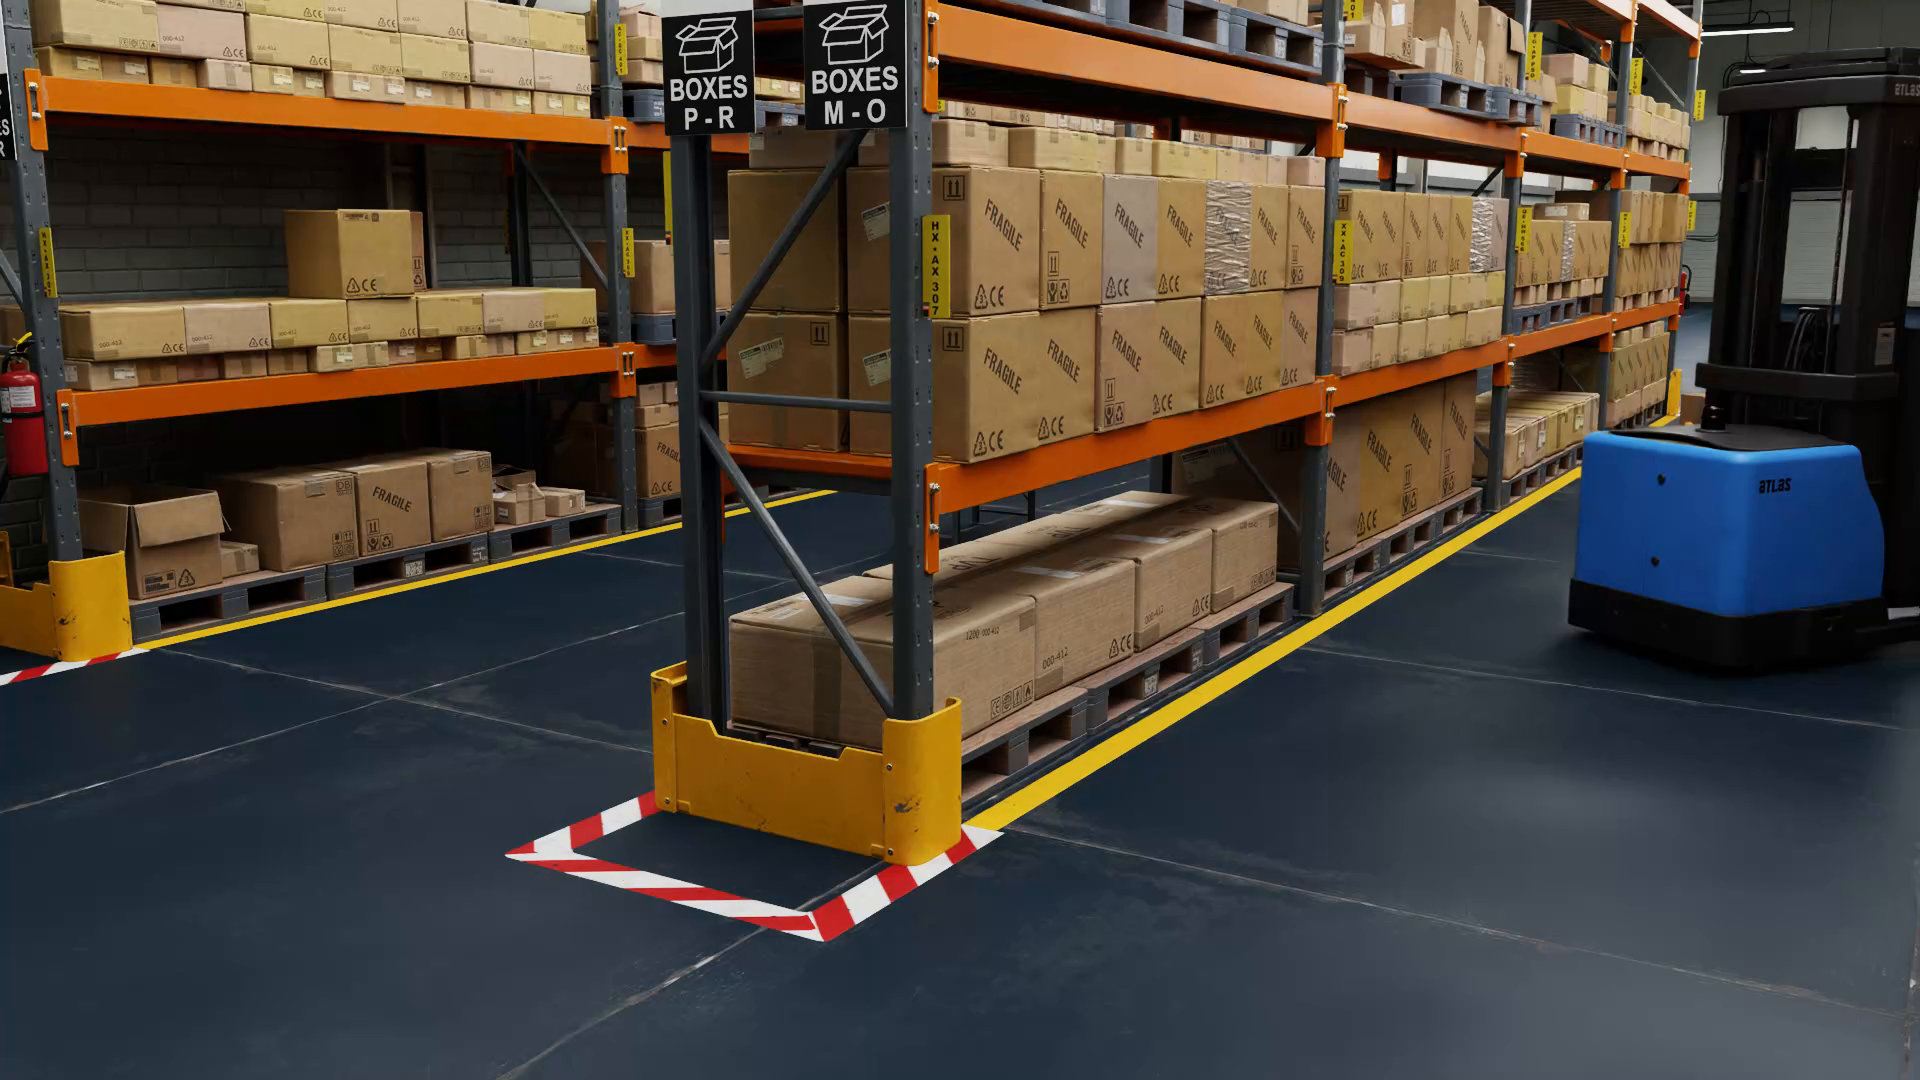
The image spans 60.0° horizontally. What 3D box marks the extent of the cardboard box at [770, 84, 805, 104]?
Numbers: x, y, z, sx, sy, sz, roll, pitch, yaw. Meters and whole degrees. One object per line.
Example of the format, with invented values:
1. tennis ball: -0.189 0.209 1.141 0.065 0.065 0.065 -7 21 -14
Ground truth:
1. cardboard box: -1.307 -3.517 13.175 0.380 0.149 0.250 7 13 32

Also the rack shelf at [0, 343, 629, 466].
1. rack shelf: -3.753 -0.902 9.988 1.077 0.370 4.000 6 12 31

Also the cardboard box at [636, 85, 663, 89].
1. cardboard box: -2.056 -3.223 11.549 0.380 0.149 0.250 7 12 31

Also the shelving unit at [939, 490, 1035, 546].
1. shelving unit: 0.044 -0.751 11.302 0.538 1.500 1.048 6 12 31

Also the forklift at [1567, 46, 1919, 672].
1. forklift: 4.723 -0.977 8.620 3.031 2.935 1.130 -5 12 -25

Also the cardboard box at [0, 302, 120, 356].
1. cardboard box: -4.780 -1.111 8.750 0.500 0.250 0.500 7 13 32

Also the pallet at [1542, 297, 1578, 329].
1. pallet: 4.599 -1.946 14.134 1.003 0.211 1.213 6 12 31

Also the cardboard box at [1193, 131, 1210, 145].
1. cardboard box: 2.540 -4.905 19.572 0.797 0.503 0.637 7 13 33

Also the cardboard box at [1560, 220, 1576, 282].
1. cardboard box: 4.838 -2.420 13.924 0.500 0.500 0.500 6 12 29

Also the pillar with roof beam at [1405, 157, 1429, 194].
1. pillar with roof beam: 12.293 -7.858 28.890 9.100 9.000 0.548 6 12 31

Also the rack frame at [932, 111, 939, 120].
1. rack frame: -0.638 -5.148 14.410 1.000 3.000 0.127 6 12 31

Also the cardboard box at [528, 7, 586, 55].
1. cardboard box: -2.771 -3.260 10.720 0.500 0.250 0.500 6 12 31

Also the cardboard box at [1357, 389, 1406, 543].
1. cardboard box: 2.245 -0.506 10.554 0.875 0.875 0.875 7 13 32

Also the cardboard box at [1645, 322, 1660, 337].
1. cardboard box: 7.300 -2.271 17.880 0.380 0.149 0.250 7 12 32

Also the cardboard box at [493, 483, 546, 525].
1. cardboard box: -2.938 -0.260 10.897 0.396 0.266 0.258 7 13 33

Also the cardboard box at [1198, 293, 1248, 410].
1. cardboard box: 0.996 -0.886 7.678 0.500 0.500 0.500 6 12 30

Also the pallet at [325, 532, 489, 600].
1. pallet: -3.705 0.102 10.253 1.003 0.211 1.213 6 12 31

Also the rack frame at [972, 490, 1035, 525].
1. rack frame: 0.308 -0.831 11.729 0.500 1.500 0.032 6 12 31

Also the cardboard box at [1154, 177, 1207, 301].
1. cardboard box: 0.726 -1.298 7.162 0.500 0.500 0.500 6 12 31

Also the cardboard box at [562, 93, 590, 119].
1. cardboard box: -2.649 -2.836 10.897 0.380 0.149 0.250 6 12 30

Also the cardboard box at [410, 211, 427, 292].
1. cardboard box: -3.715 -1.802 10.404 0.500 0.500 0.500 6 12 29

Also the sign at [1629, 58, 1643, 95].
1. sign: 6.159 -4.224 15.153 0.100 0.325 0.005 6 12 31

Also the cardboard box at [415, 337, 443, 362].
1. cardboard box: -3.393 -1.174 10.173 0.380 0.149 0.250 7 12 32

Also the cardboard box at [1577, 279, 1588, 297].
1. cardboard box: 5.267 -2.206 14.541 0.380 0.149 0.250 7 12 31

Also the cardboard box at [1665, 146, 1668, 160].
1. cardboard box: 7.268 -4.093 17.614 0.380 0.149 0.250 6 12 30

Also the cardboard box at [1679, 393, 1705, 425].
1. cardboard box: 7.402 -1.165 16.228 0.500 0.500 0.500 -4 11 -18

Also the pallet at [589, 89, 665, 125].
1. pallet: -2.316 -3.048 11.855 1.213 0.211 1.003 6 12 31

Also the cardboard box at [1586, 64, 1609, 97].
1. cardboard box: 5.491 -4.104 14.894 0.500 0.250 0.500 7 13 32

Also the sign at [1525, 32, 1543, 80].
1. sign: 4.076 -3.438 11.812 0.100 0.325 0.005 6 12 31

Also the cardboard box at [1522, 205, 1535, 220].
1. cardboard box: 5.136 -3.035 15.443 0.380 0.149 0.250 6 12 30

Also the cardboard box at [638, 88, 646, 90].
1. cardboard box: -2.380 -3.314 12.040 0.380 0.149 0.250 6 12 29

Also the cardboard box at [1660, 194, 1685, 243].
1. cardboard box: 7.235 -3.400 17.582 0.700 0.500 0.500 6 12 30

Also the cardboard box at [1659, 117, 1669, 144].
1. cardboard box: 6.936 -4.183 17.011 0.500 0.250 0.500 7 12 31

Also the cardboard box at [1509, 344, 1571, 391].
1. cardboard box: 5.761 -1.696 16.572 0.500 0.500 0.500 6 12 30

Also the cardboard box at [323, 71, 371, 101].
1. cardboard box: -3.548 -2.551 9.376 0.380 0.149 0.250 6 12 31

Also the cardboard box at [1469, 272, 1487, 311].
1. cardboard box: 3.309 -1.716 11.431 0.500 0.250 0.500 6 12 29

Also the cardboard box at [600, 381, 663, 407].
1. cardboard box: -2.353 -1.049 11.903 0.380 0.149 0.250 6 12 30

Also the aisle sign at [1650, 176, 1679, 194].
1. aisle sign: 8.039 -4.243 18.818 0.394 0.787 0.004 6 12 31

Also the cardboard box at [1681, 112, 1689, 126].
1. cardboard box: 7.836 -4.645 18.392 0.380 0.149 0.250 7 12 31

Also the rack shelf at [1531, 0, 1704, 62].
1. rack shelf: 6.721 -5.262 16.987 1.077 0.370 4.000 6 12 31

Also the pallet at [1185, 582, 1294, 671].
1. pallet: 1.068 0.387 8.730 1.003 0.211 1.213 6 12 31

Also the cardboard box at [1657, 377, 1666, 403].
1. cardboard box: 7.557 -1.682 18.531 0.500 0.250 0.500 6 12 30

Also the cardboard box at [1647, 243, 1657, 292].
1. cardboard box: 6.907 -2.833 17.267 0.500 0.500 0.500 7 12 31

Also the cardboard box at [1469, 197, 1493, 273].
1. cardboard box: 3.302 -2.078 11.328 0.500 0.500 0.500 7 12 32

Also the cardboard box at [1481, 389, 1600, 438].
1. cardboard box: 5.413 -1.186 15.554 0.950 0.372 0.625 7 12 31

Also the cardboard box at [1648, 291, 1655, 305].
1. cardboard box: 7.144 -2.573 17.643 0.380 0.149 0.250 6 12 30

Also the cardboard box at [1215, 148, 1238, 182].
1. cardboard box: 1.059 -1.723 7.669 0.380 0.149 0.250 6 12 30

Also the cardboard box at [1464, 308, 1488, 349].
1. cardboard box: 3.314 -1.465 11.452 0.500 0.250 0.500 7 12 32

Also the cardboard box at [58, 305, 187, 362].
1. cardboard box: -4.326 -1.059 8.472 0.500 0.250 0.500 6 12 31

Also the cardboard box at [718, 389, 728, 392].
1. cardboard box: -1.808 -1.070 12.821 0.380 0.149 0.250 6 12 31

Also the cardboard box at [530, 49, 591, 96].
1. cardboard box: -2.751 -3.017 10.779 0.500 0.250 0.500 6 12 31

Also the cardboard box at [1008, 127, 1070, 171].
1. cardboard box: 0.182 -1.434 6.124 0.380 0.149 0.250 7 13 32

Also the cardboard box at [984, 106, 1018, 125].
1. cardboard box: 0.123 -4.157 15.588 0.700 0.500 0.500 6 12 30

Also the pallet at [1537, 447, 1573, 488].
1. pallet: 4.647 -0.668 14.366 1.003 0.211 1.213 6 12 31

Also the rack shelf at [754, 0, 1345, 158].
1. rack shelf: 0.491 -1.902 7.182 1.077 0.370 4.000 6 12 31

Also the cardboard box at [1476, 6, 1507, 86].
1. cardboard box: 3.254 -3.281 11.180 0.700 0.500 0.500 6 12 28

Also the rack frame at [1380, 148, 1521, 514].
1. rack frame: 3.606 -1.725 12.433 1.000 3.000 0.127 6 12 31

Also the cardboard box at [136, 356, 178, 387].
1. cardboard box: -4.294 -0.887 8.638 0.380 0.149 0.250 7 13 32

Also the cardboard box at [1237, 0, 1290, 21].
1. cardboard box: 1.334 -2.530 7.850 0.380 0.149 0.250 7 13 32

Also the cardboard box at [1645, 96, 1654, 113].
1. cardboard box: 6.539 -4.239 16.222 0.380 0.149 0.250 6 12 30
